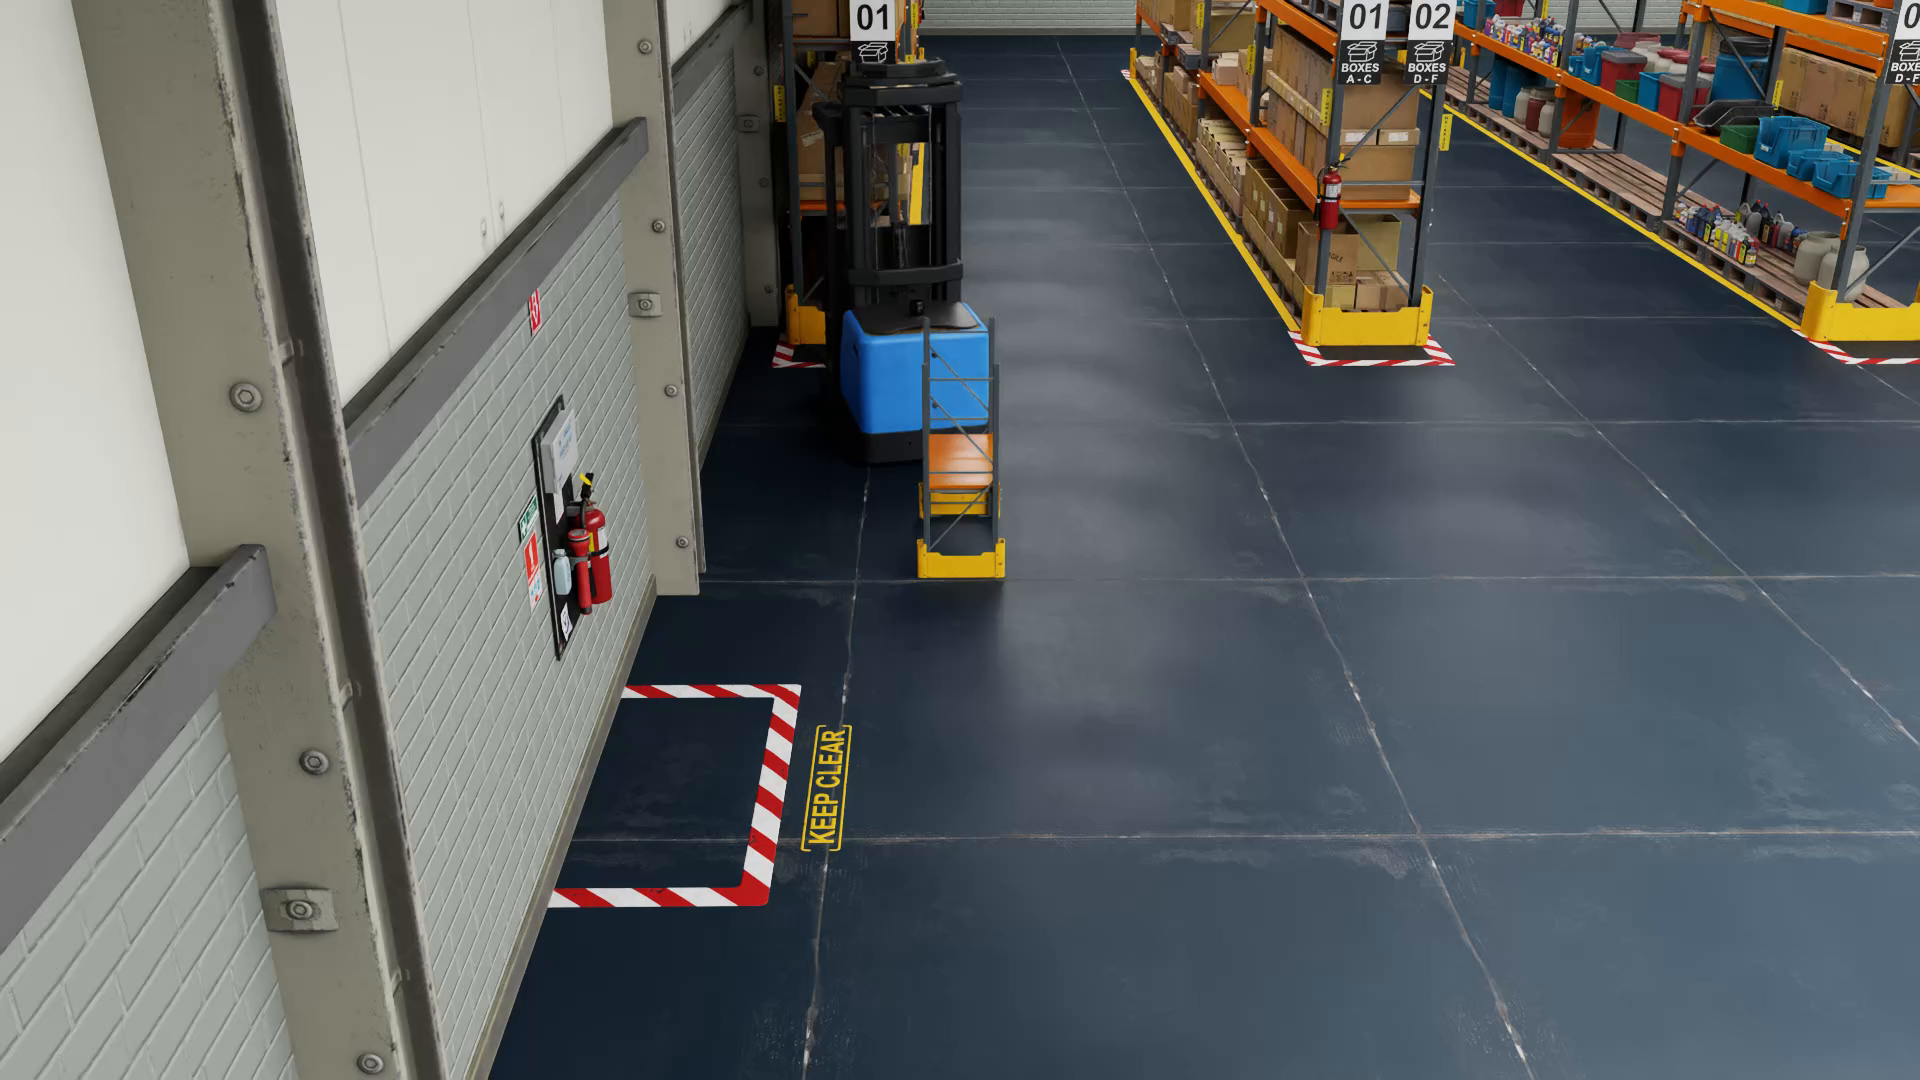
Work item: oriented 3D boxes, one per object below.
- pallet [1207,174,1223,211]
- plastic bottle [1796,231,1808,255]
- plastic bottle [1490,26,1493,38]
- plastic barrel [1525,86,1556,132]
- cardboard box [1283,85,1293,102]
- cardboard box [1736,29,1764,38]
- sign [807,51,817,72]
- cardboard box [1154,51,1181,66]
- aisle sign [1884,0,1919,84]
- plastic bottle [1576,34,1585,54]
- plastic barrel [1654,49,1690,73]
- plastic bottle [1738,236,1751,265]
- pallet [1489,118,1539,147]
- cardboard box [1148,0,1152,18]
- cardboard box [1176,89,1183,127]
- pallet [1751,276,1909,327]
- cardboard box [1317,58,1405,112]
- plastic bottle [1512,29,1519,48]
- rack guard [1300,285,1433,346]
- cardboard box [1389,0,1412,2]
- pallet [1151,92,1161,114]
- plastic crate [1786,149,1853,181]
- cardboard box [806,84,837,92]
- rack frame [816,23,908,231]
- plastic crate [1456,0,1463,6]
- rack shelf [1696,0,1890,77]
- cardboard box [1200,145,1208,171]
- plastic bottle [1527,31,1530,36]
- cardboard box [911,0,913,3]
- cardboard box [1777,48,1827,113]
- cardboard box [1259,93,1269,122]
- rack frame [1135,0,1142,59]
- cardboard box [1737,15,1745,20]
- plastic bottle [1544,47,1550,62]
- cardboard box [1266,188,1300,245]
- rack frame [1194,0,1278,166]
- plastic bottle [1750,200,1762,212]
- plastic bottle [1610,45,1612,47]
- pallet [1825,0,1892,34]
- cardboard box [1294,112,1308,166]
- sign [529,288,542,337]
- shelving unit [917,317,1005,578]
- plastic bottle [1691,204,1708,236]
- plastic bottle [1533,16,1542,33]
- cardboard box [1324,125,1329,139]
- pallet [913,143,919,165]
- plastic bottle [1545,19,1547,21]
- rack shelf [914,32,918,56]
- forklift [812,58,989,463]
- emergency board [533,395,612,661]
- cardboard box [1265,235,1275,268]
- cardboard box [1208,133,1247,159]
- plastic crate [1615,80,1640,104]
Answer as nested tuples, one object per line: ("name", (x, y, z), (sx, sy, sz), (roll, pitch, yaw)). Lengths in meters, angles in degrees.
("pallet", (3.773, -4.483, 21.407), (1.003, 0.211, 1.213), (0, 24, -1))
("plastic bottle", (9.120, -3.207, 17.978), (0.097, 0.271, 0.097), (0, 24, 0))
("plastic bottle", (8.301, -7.918, 25.858), (0.097, 0.201, 0.097), (0, 24, 0))
("plastic barrel", (8.712, -6.375, 24.622), (0.600, 0.588, 0.708), (0, 24, -1))
("cardboard box", (3.658, -4.755, 17.715), (0.380, 0.149, 0.250), (-1, 24, -2))
("cardboard box", (13.718, -8.152, 28.204), (0.875, 0.875, 0.875), (0, 24, -1))
("sign", (-1.672, -5.446, 18.747), (0.100, 0.325, 0.005), (0, 24, -1))
("cardboard box", (3.724, -8.080, 28.471), (0.797, 0.503, 0.637), (0, 24, -1))
("aisle sign", (8.537, -4.472, 14.844), (0.394, 0.787, 0.004), (0, 24, -1))
("plastic bottle", (9.078, -7.260, 24.319), (0.097, 0.271, 0.097), (0, 24, 0))
("plastic barrel", (8.986, -5.905, 21.001), (0.433, 0.535, 0.433), (0, 24, 0))
("plastic bottle", (8.356, -3.085, 17.693), (0.061, 0.283, 0.133), (0, 24, 1))
("pallet", (8.686, -6.171, 25.138), (1.003, 0.211, 1.213), (0, 24, -1))
("cardboard box", (3.464, -9.127, 28.170), (0.500, 0.500, 0.500), (0, 24, 0))
("cardboard box", (3.531, -6.470, 24.915), (0.500, 0.500, 0.500), (-1, 24, -3))
("pallet", (8.782, -2.414, 16.832), (1.003, 0.211, 1.213), (0, 24, -1))
("cardboard box", (3.876, -4.366, 16.067), (0.700, 0.500, 0.500), (-1, 24, -2))
("plastic bottle", (8.313, -7.488, 24.822), (0.097, 0.271, 0.097), (0, 24, 0))
("rack guard", (3.881, -2.149, 15.896), (1.175, 0.500, 0.348), (0, 24, -1))
("cardboard box", (3.878, -5.204, 15.171), (0.797, 0.503, 0.637), (1, 24, 3))
("pallet", (3.743, -7.255, 27.536), (1.003, 0.211, 1.213), (0, 24, -1))
("plastic crate", (8.527, -3.724, 16.524), (0.499, 0.251, 0.408), (0, 24, -1))
("cardboard box", (-1.302, -4.378, 17.038), (0.500, 0.500, 0.500), (0, 24, 0))
("rack frame", (-1.117, -4.923, 18.994), (1.000, 3.000, 0.127), (0, 24, -1))
("plastic crate", (8.350, -9.094, 28.347), (0.416, 0.233, 0.300), (0, 24, -1))
("rack shelf", (8.812, -5.182, 16.801), (1.077, 0.370, 4.000), (0, 24, -1))
("cardboard box", (3.512, -5.109, 22.233), (0.500, 0.250, 0.500), (-1, 24, -2))
("plastic bottle", (8.360, -7.329, 24.457), (0.061, 0.283, 0.133), (0, 24, -1))
("cardboard box", (-0.908, -7.303, 22.840), (0.500, 0.250, 0.500), (0, 24, 1))
("cardboard box", (13.682, -7.246, 26.199), (1.225, 0.875, 0.875), (0, 24, 0))
("cardboard box", (3.788, -5.081, 19.526), (0.500, 0.250, 0.500), (1, 24, 3))
("rack frame", (3.706, -9.891, 29.980), (1.000, 3.000, 0.127), (0, 24, -1))
("cardboard box", (13.310, -8.825, 27.928), (0.380, 0.149, 0.250), (-1, 24, -1))
("plastic bottle", (8.329, -6.873, 23.547), (0.097, 0.201, 0.097), (0, 24, 0))
("cardboard box", (3.547, -3.416, 17.580), (0.500, 0.500, 0.500), (0, 24, -1))
("rack frame", (3.793, -6.595, 22.691), (1.000, 3.000, 0.127), (0, 24, -1))
("plastic bottle", (9.085, -3.697, 18.964), (0.144, 0.351, 0.185), (-1, 24, -2))
("plastic bottle", (9.091, -6.784, 23.267), (0.097, 0.271, 0.097), (0, 24, 0))
("pallet", (8.922, -4.941, 15.624), (1.003, 0.211, 1.213), (0, 24, -1))
("cardboard box", (3.868, -4.174, 17.218), (0.700, 0.500, 0.500), (0, 24, 1))
("sign", (-1.991, -1.121, 7.775), (0.001, 0.298, 0.199), (0, 24, -1))
("shelving unit", (0.001, -0.652, 11.371), (0.587, 1.500, 1.083), (0, 24, -1))
("plastic bottle", (8.384, -3.626, 18.808), (0.144, 0.351, 0.185), (0, 24, 1))
("plastic bottle", (8.896, -7.863, 25.556), (0.144, 0.351, 0.185), (0, 24, -1))
("cardboard box", (3.681, -3.904, 15.833), (0.380, 0.149, 0.250), (0, 24, 1))
("pallet", (-1.093, -5.626, 23.932), (1.003, 0.211, 1.213), (0, 24, -1))
("plastic bottle", (9.078, -7.954, 25.839), (0.061, 0.283, 0.133), (0, 24, -1))
("rack shelf", (-1.182, -7.067, 24.609), (1.077, 0.370, 4.000), (0, 24, -1))
("forklift", (-0.587, -2.512, 13.746), (1.130, 2.935, 3.031), (-5, 25, -12))
("emergency board", (-1.891, -0.068, 8.261), (0.194, 1.169, 0.643), (0, 24, -1))
("cardboard box", (3.551, -3.074, 17.735), (0.500, 0.250, 0.500), (0, 24, -1))
("cardboard box", (3.523, -5.145, 21.632), (0.500, 0.311, 0.500), (-1, 24, -2))
("plastic crate", (8.489, -5.587, 20.720), (0.450, 0.188, 0.662), (0, 24, -1))
